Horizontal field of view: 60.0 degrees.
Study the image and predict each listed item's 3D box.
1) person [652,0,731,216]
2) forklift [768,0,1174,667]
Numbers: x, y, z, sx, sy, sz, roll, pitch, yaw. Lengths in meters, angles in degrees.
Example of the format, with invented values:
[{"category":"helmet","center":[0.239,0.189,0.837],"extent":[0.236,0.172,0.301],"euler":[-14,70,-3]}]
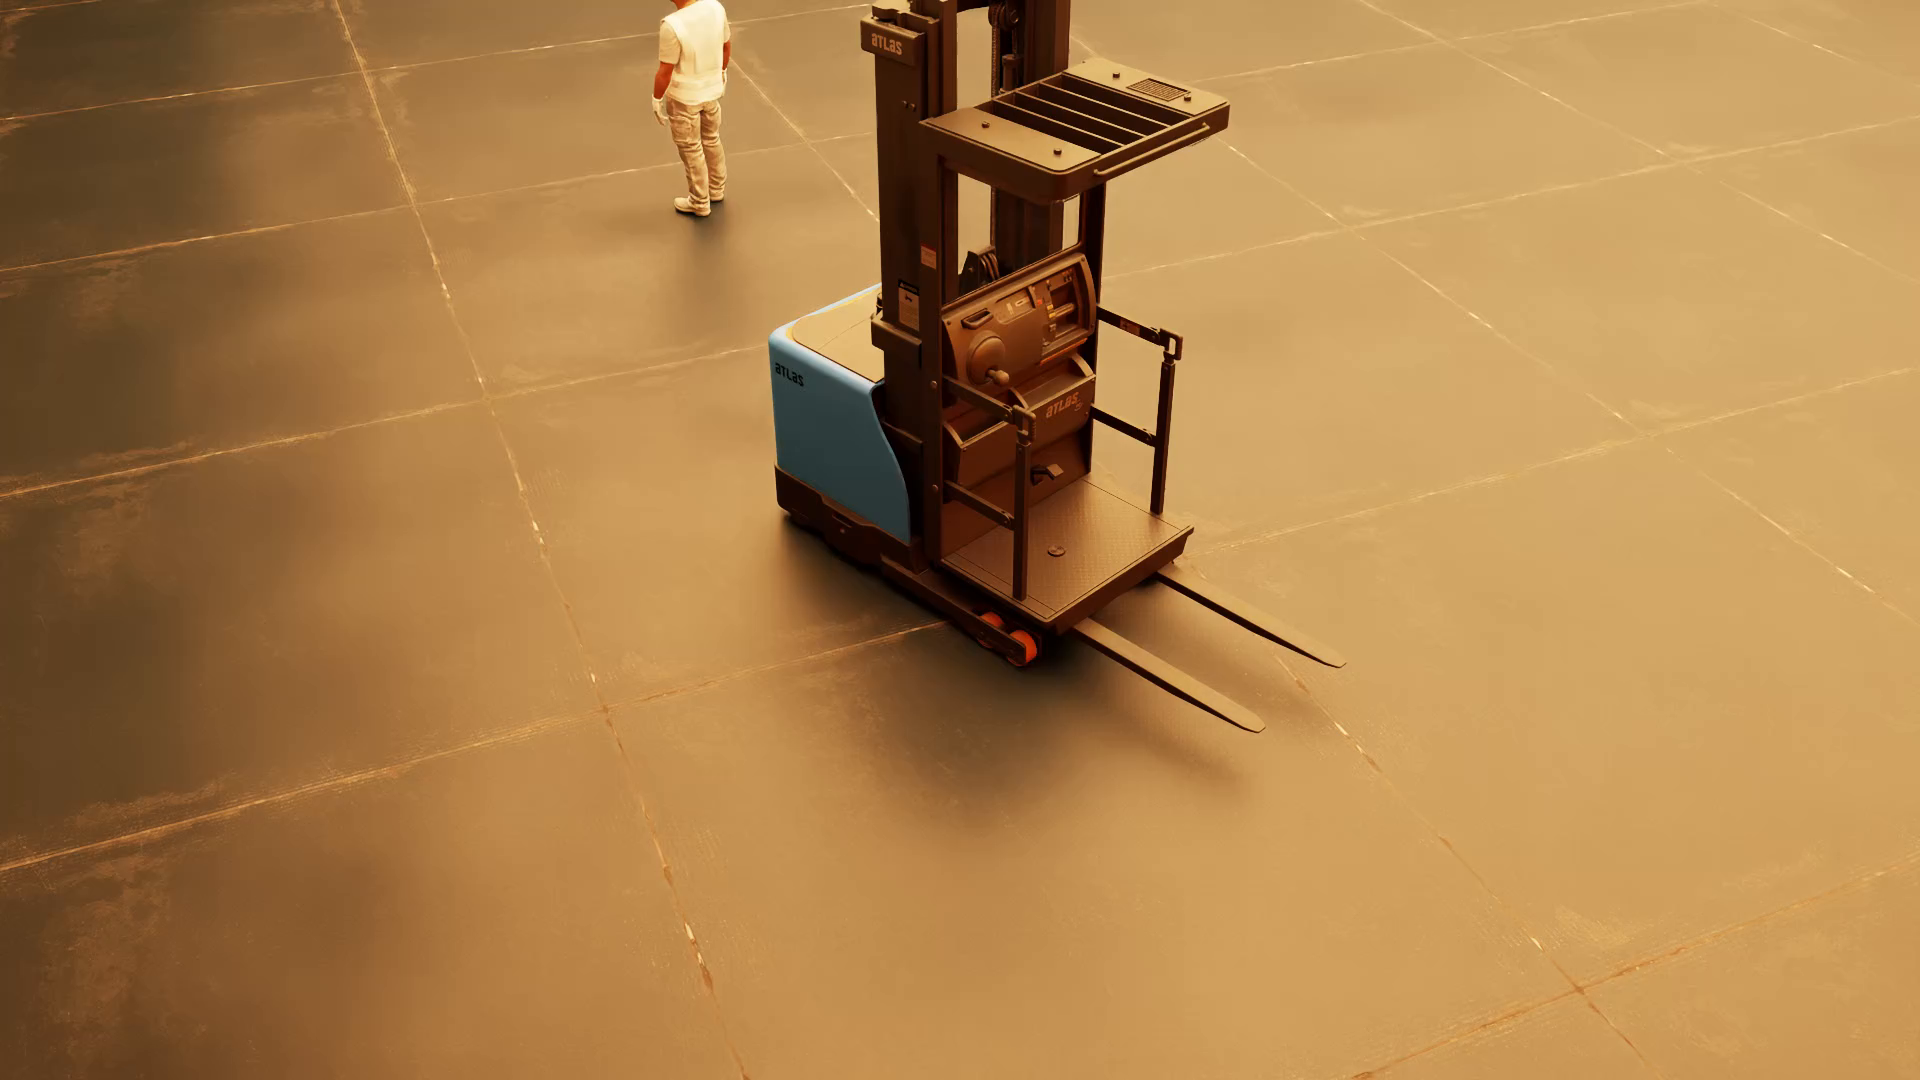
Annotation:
[{"category":"person","center":[-1.886,-3.080,11.451],"extent":[0.575,1.736,0.656],"euler":[26,43,32]},{"category":"forklift","center":[0.432,-0.946,7.429],"extent":[3.031,2.935,1.130],"euler":[30,45,35]}]
